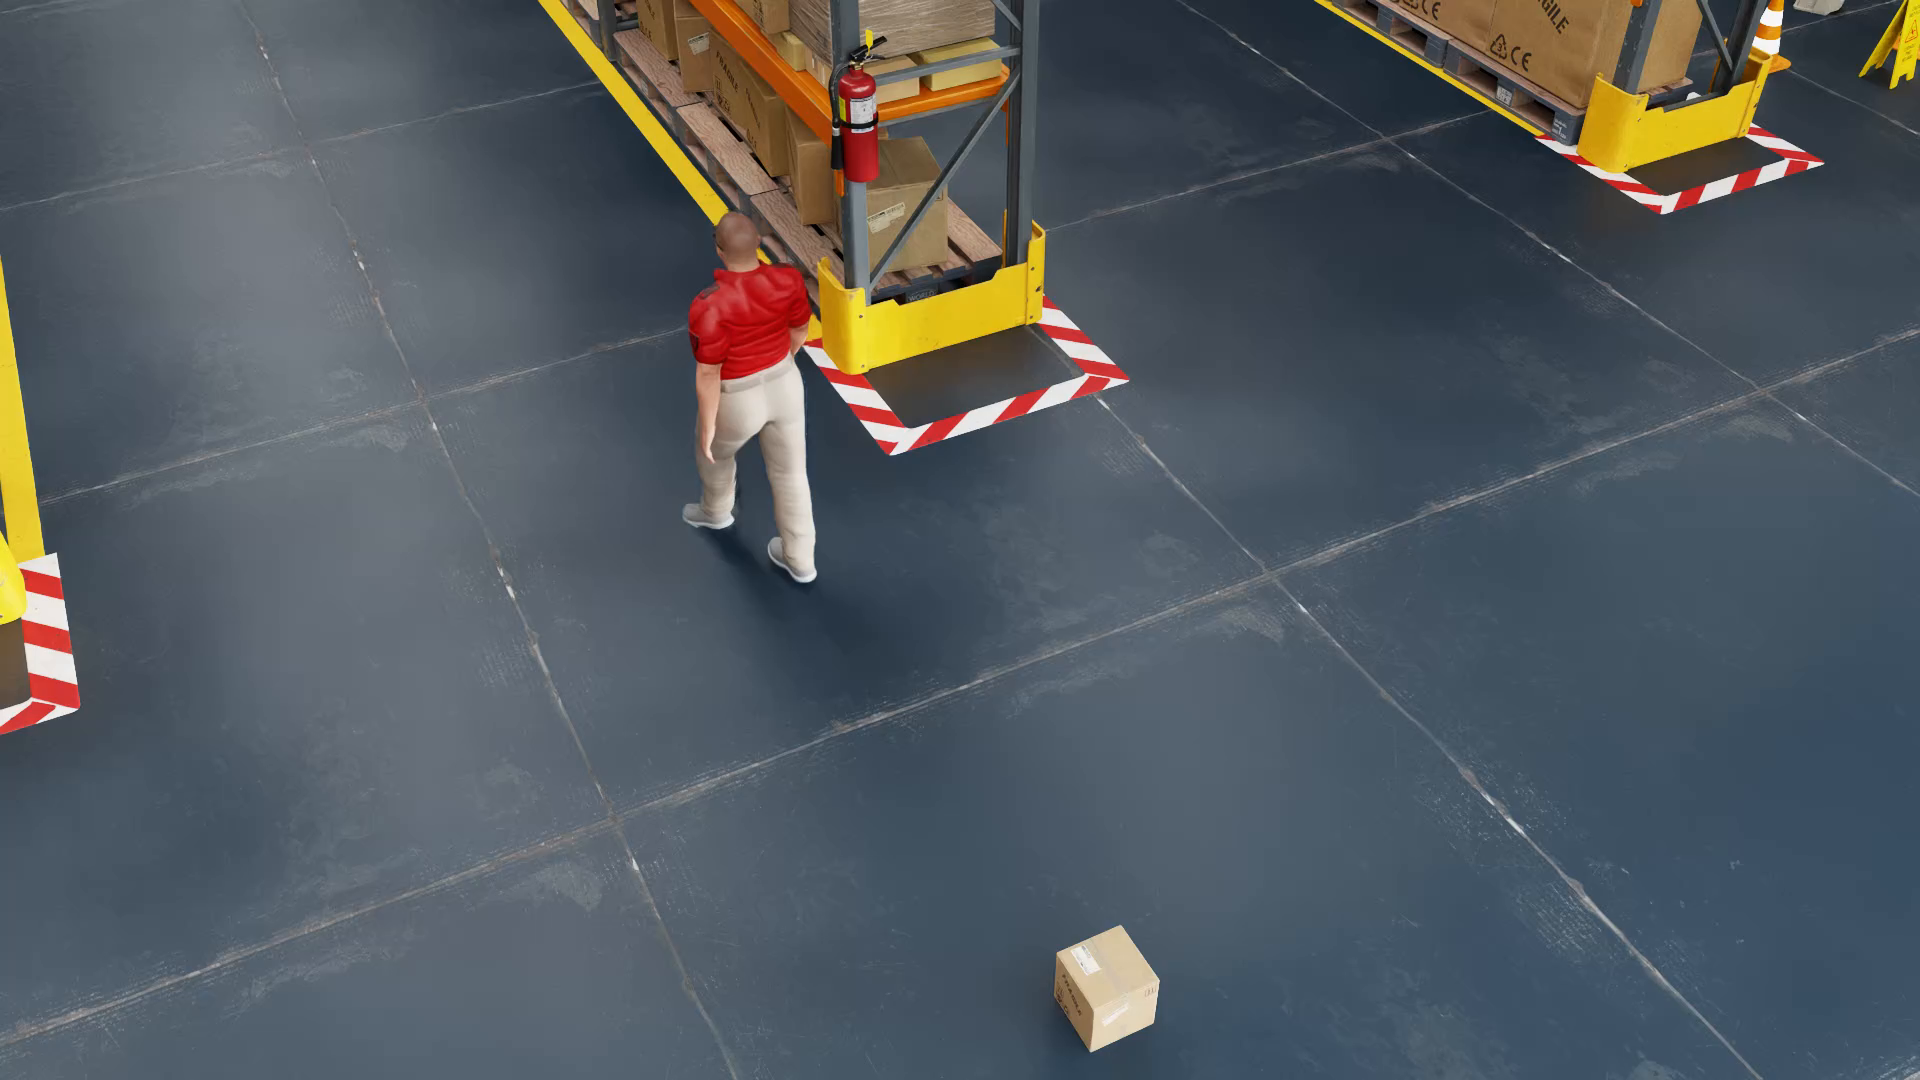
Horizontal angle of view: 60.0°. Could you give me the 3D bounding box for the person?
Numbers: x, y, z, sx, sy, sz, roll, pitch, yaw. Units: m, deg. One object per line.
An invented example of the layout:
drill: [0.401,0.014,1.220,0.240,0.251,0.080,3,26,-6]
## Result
person: [-0.896,-0.628,6.909,0.578,1.750,0.816,-22,46,-23]
